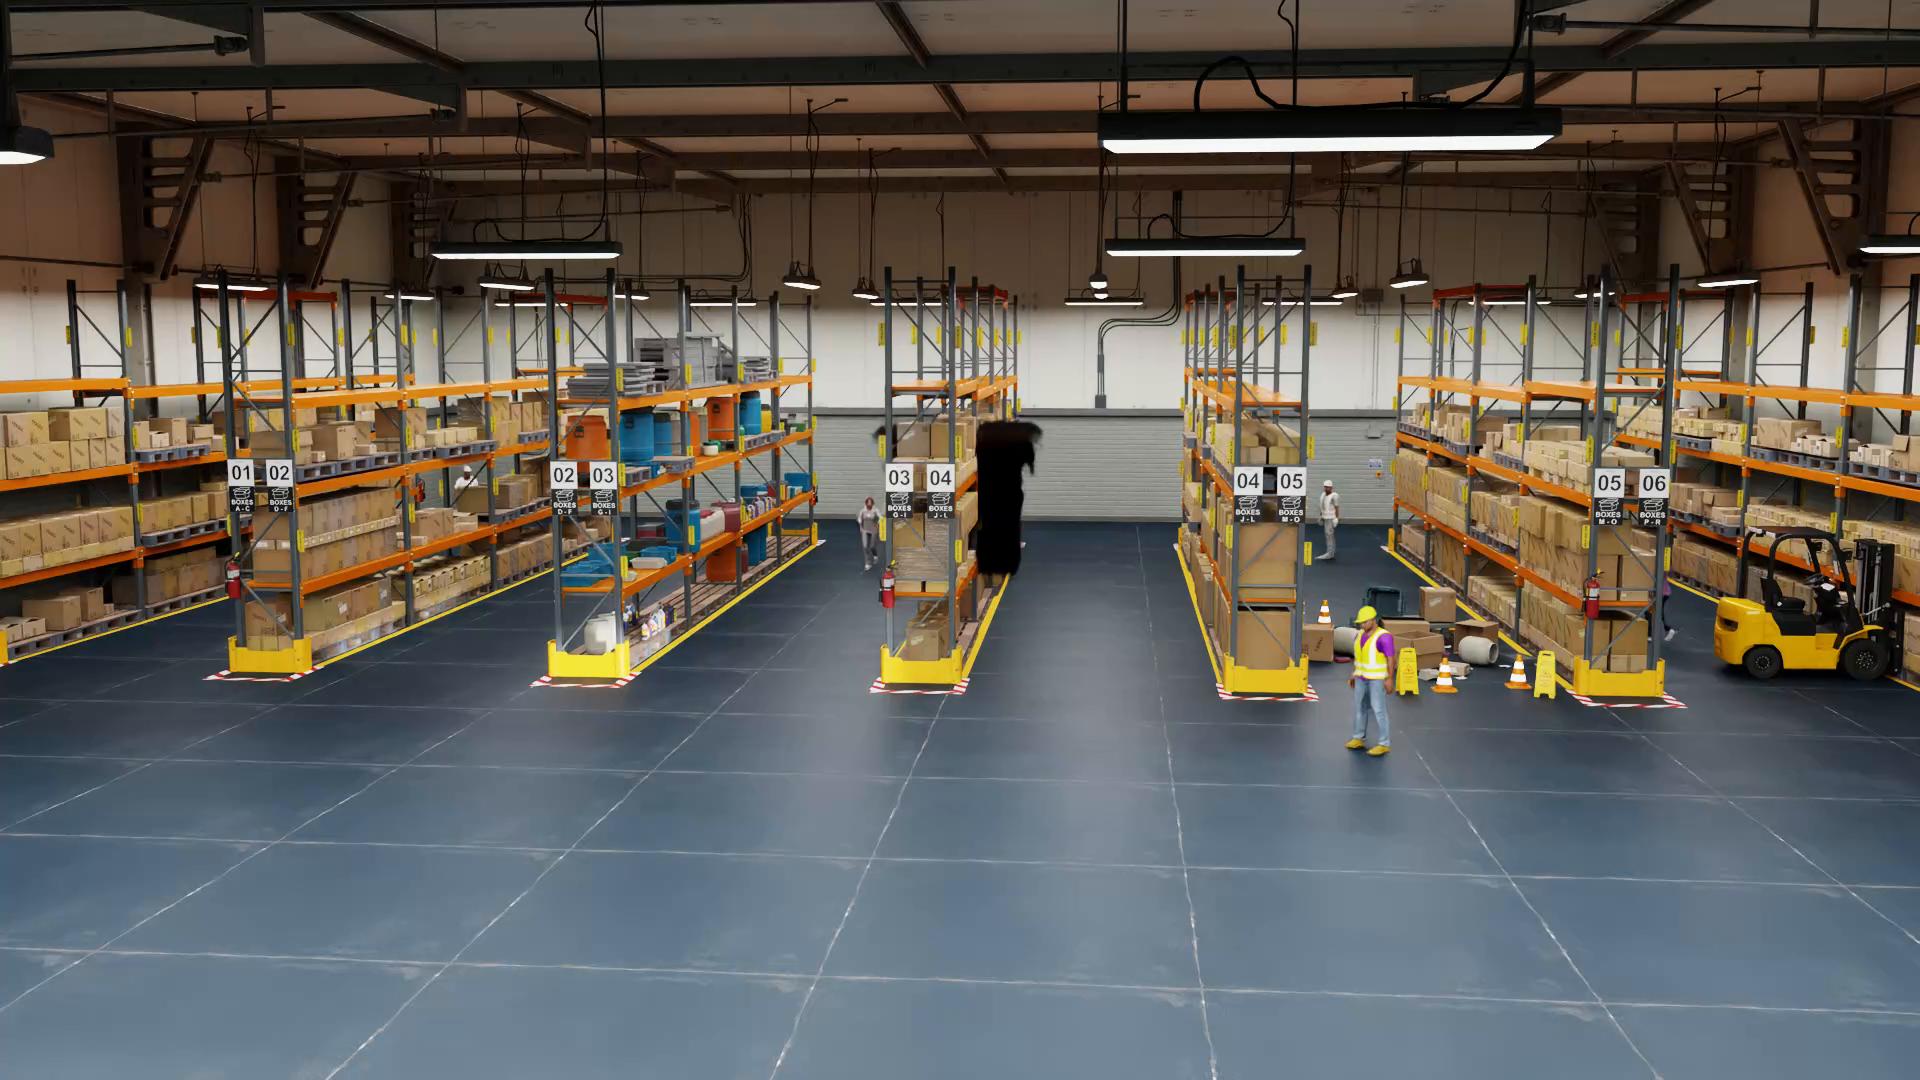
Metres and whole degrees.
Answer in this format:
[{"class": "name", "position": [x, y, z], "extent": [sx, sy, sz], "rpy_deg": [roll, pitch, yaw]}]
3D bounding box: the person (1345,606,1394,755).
[{"class": "person", "position": [4.946, 1.674, 20.186], "extent": [0.420, 1.764, 0.627], "rpy_deg": [-4, 8, -30]}]

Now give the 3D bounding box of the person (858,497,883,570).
[{"class": "person", "position": [-1.949, -0.154, 36.214], "extent": [0.568, 1.589, 0.648], "rpy_deg": [1, 7, 10]}]

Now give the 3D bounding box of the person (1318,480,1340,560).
[{"class": "person", "position": [8.348, -0.469, 37.829], "extent": [0.492, 1.787, 0.613], "rpy_deg": [-1, 7, -4]}]

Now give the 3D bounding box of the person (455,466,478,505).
[{"class": "person", "position": [-12.582, -1.020, 42.398], "extent": [0.550, 1.709, 1.047], "rpy_deg": [-1, 7, -9]}]

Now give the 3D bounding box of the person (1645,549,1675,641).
[{"class": "person", "position": [11.524, 0.901, 27.474], "extent": [0.490, 1.575, 0.527], "rpy_deg": [-5, 8, -34]}]
